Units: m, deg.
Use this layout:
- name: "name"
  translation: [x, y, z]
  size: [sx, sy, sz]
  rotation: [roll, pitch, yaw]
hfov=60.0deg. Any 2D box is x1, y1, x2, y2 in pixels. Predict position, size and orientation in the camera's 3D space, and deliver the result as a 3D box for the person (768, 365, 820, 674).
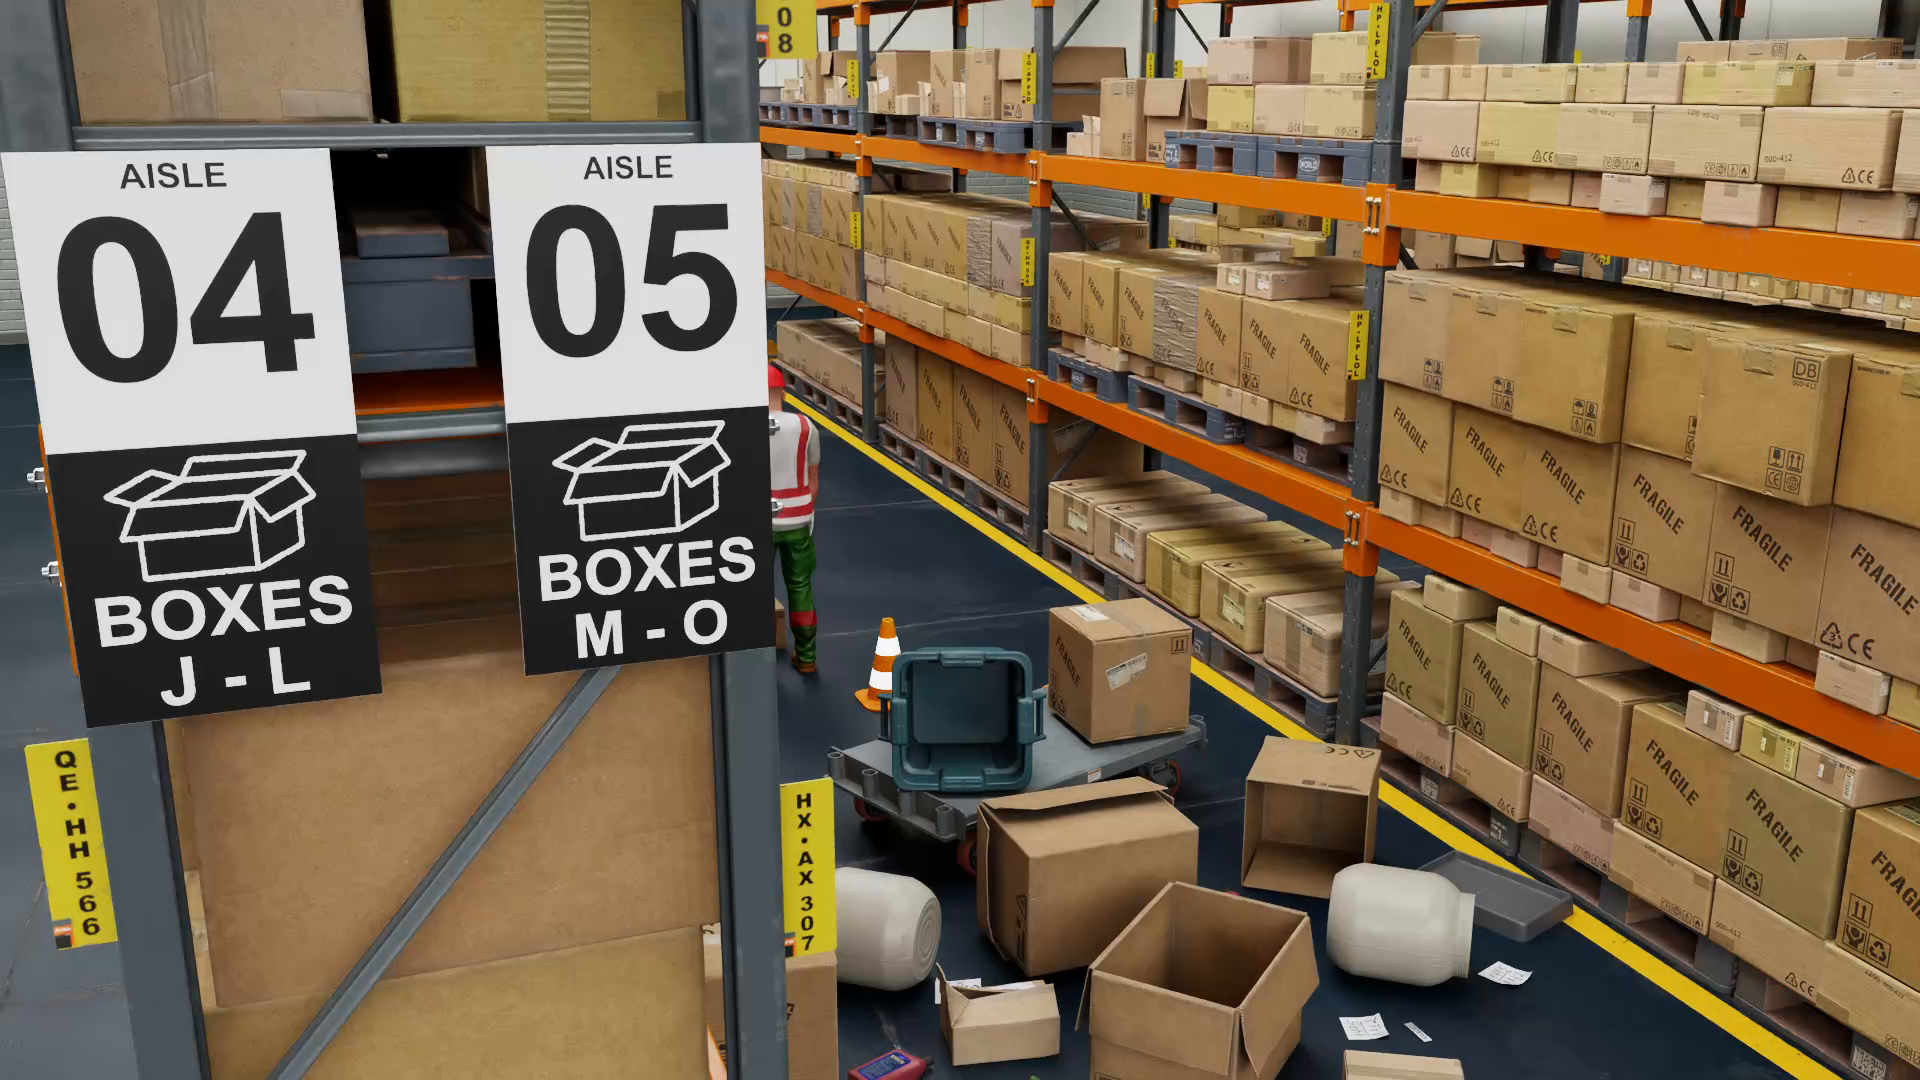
- name: "person"
  translation: [-1.055, -0.103, 9.384]
  size: [0.531, 1.770, 0.377]
  rotation: [-5, 16, -19]
